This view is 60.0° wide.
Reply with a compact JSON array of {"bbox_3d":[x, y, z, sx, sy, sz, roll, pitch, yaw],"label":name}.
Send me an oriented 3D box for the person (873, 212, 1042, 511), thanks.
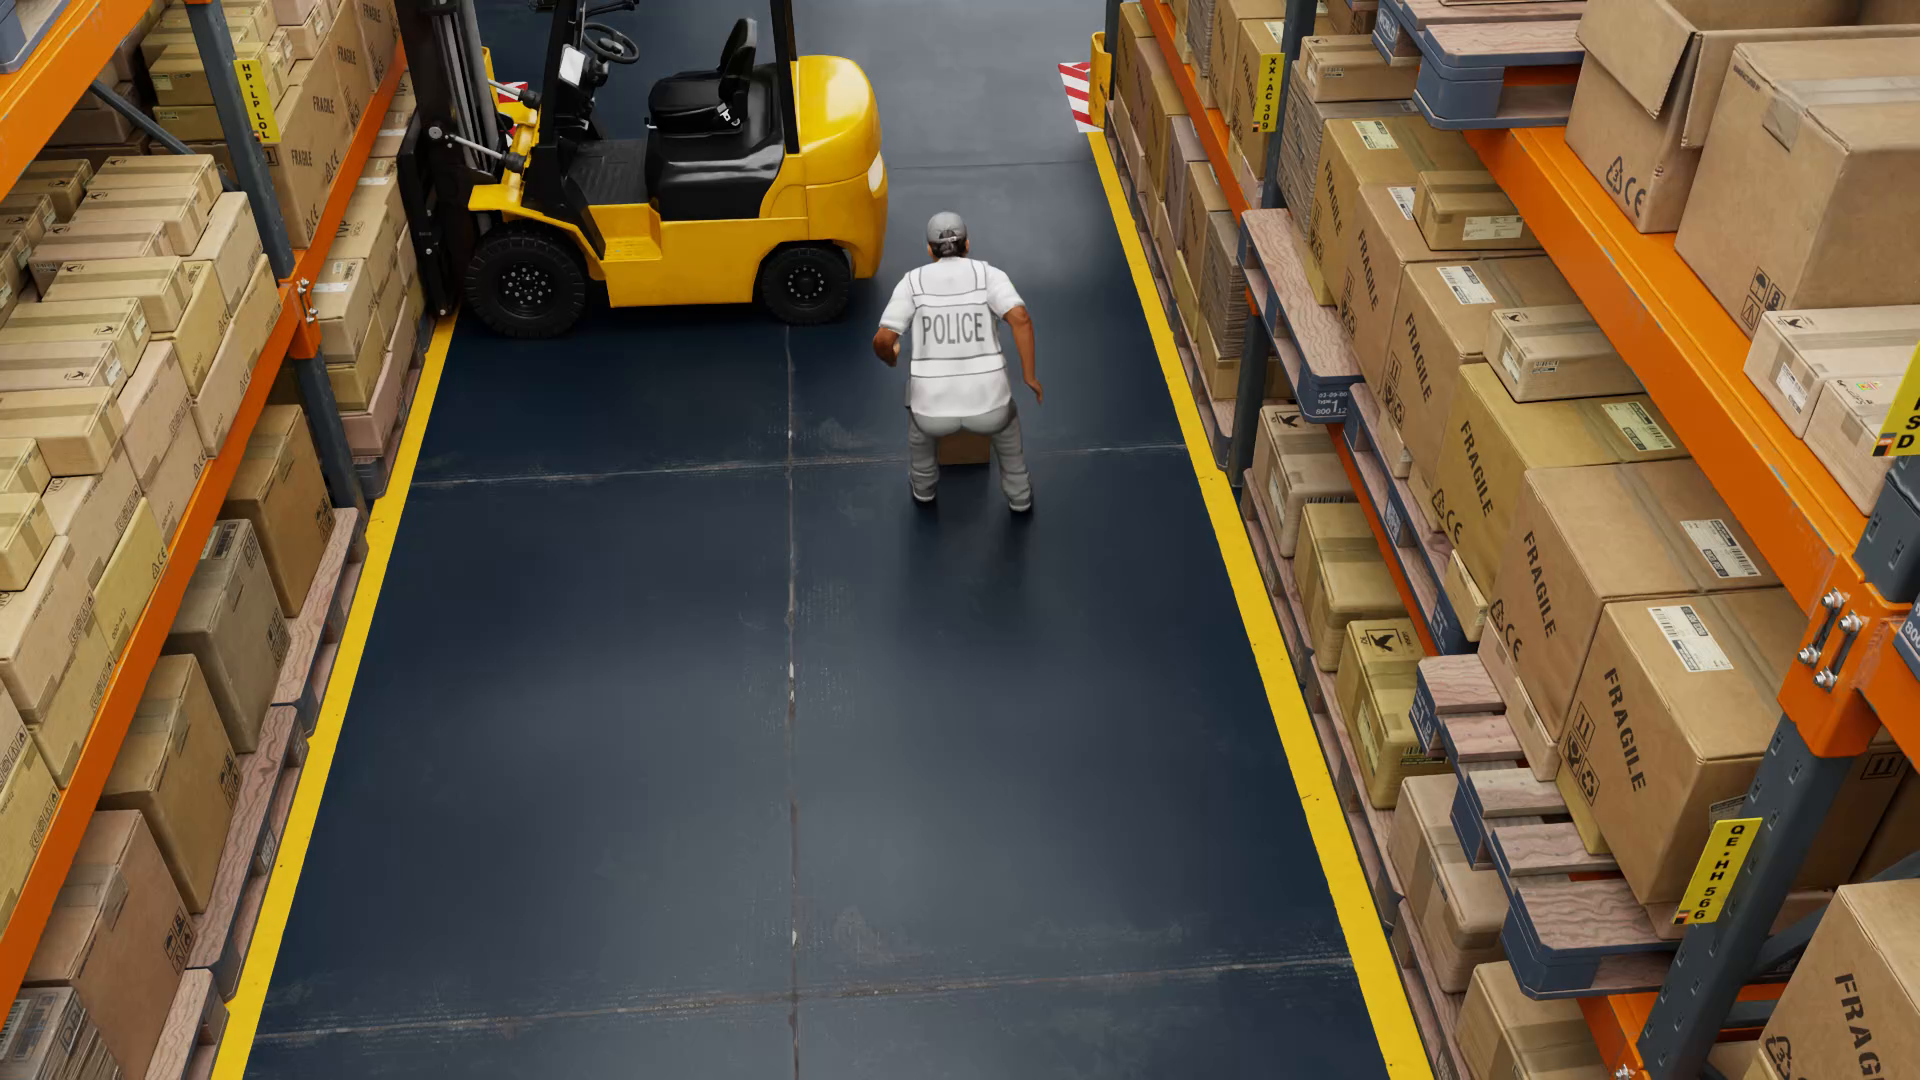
[{"bbox_3d":[-0.013,-0.685,7.219,0.716,1.382,0.749,-1,39,-2],"label":"person"}]
